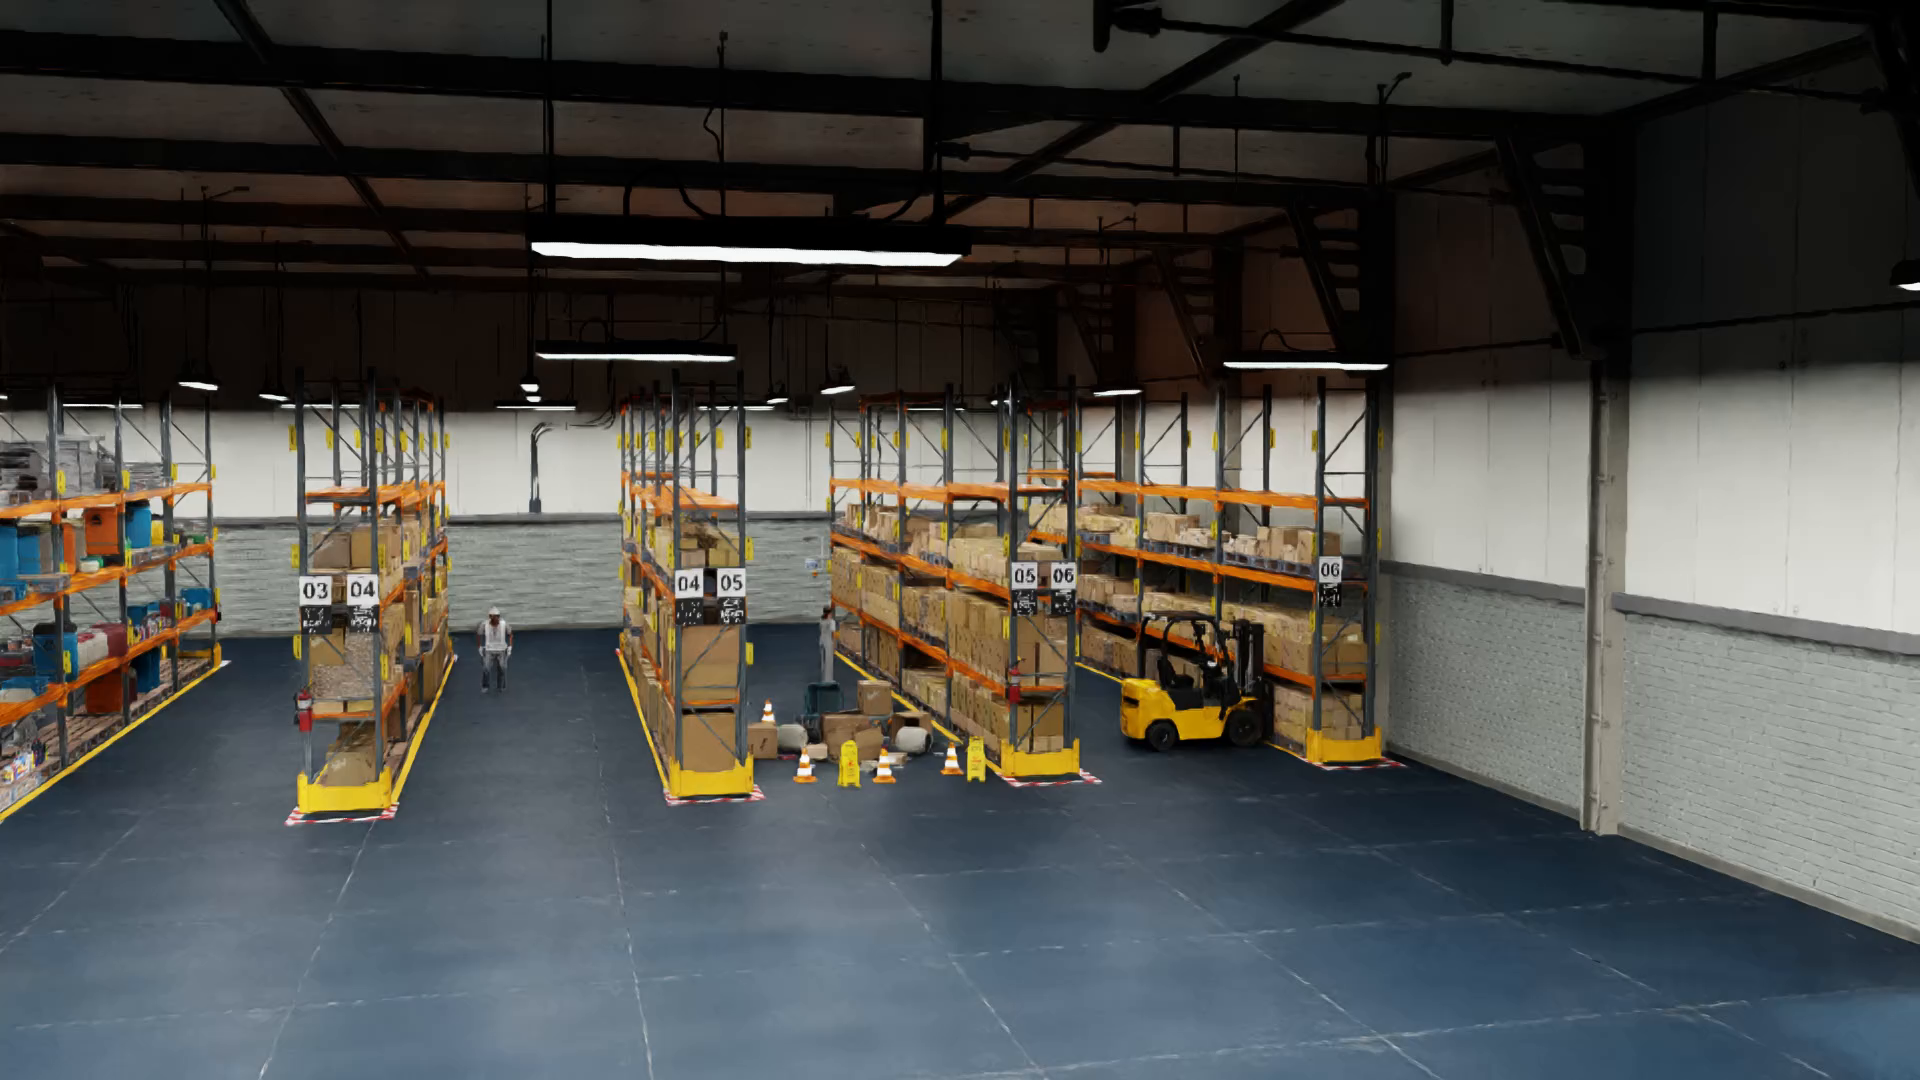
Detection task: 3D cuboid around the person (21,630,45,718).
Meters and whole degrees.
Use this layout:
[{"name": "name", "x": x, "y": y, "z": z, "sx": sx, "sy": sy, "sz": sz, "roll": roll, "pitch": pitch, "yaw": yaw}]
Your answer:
[{"name": "person", "x": -16.712, "y": 2.410, "z": 29.906, "sx": 0.639, "sy": 1.632, "sz": 0.512, "roll": -1, "pitch": 4, "yaw": -15}]

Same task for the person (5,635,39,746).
[{"name": "person", "x": -14.739, "y": 2.367, "z": 26.089, "sx": 0.505, "sy": 1.761, "sz": 0.615, "roll": -2, "pitch": 4, "yaw": -26}]

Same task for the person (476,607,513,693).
[{"name": "person", "x": -9.201, "y": 2.181, "z": 32.891, "sx": 0.702, "sy": 1.735, "sz": 0.549, "roll": -1, "pitch": 4, "yaw": -16}]

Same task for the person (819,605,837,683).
[{"name": "person", "x": -2.645, "y": 2.141, "z": 33.708, "sx": 0.441, "sy": 1.675, "sz": 0.496, "roll": -3, "pitch": 5, "yaw": -43}]
